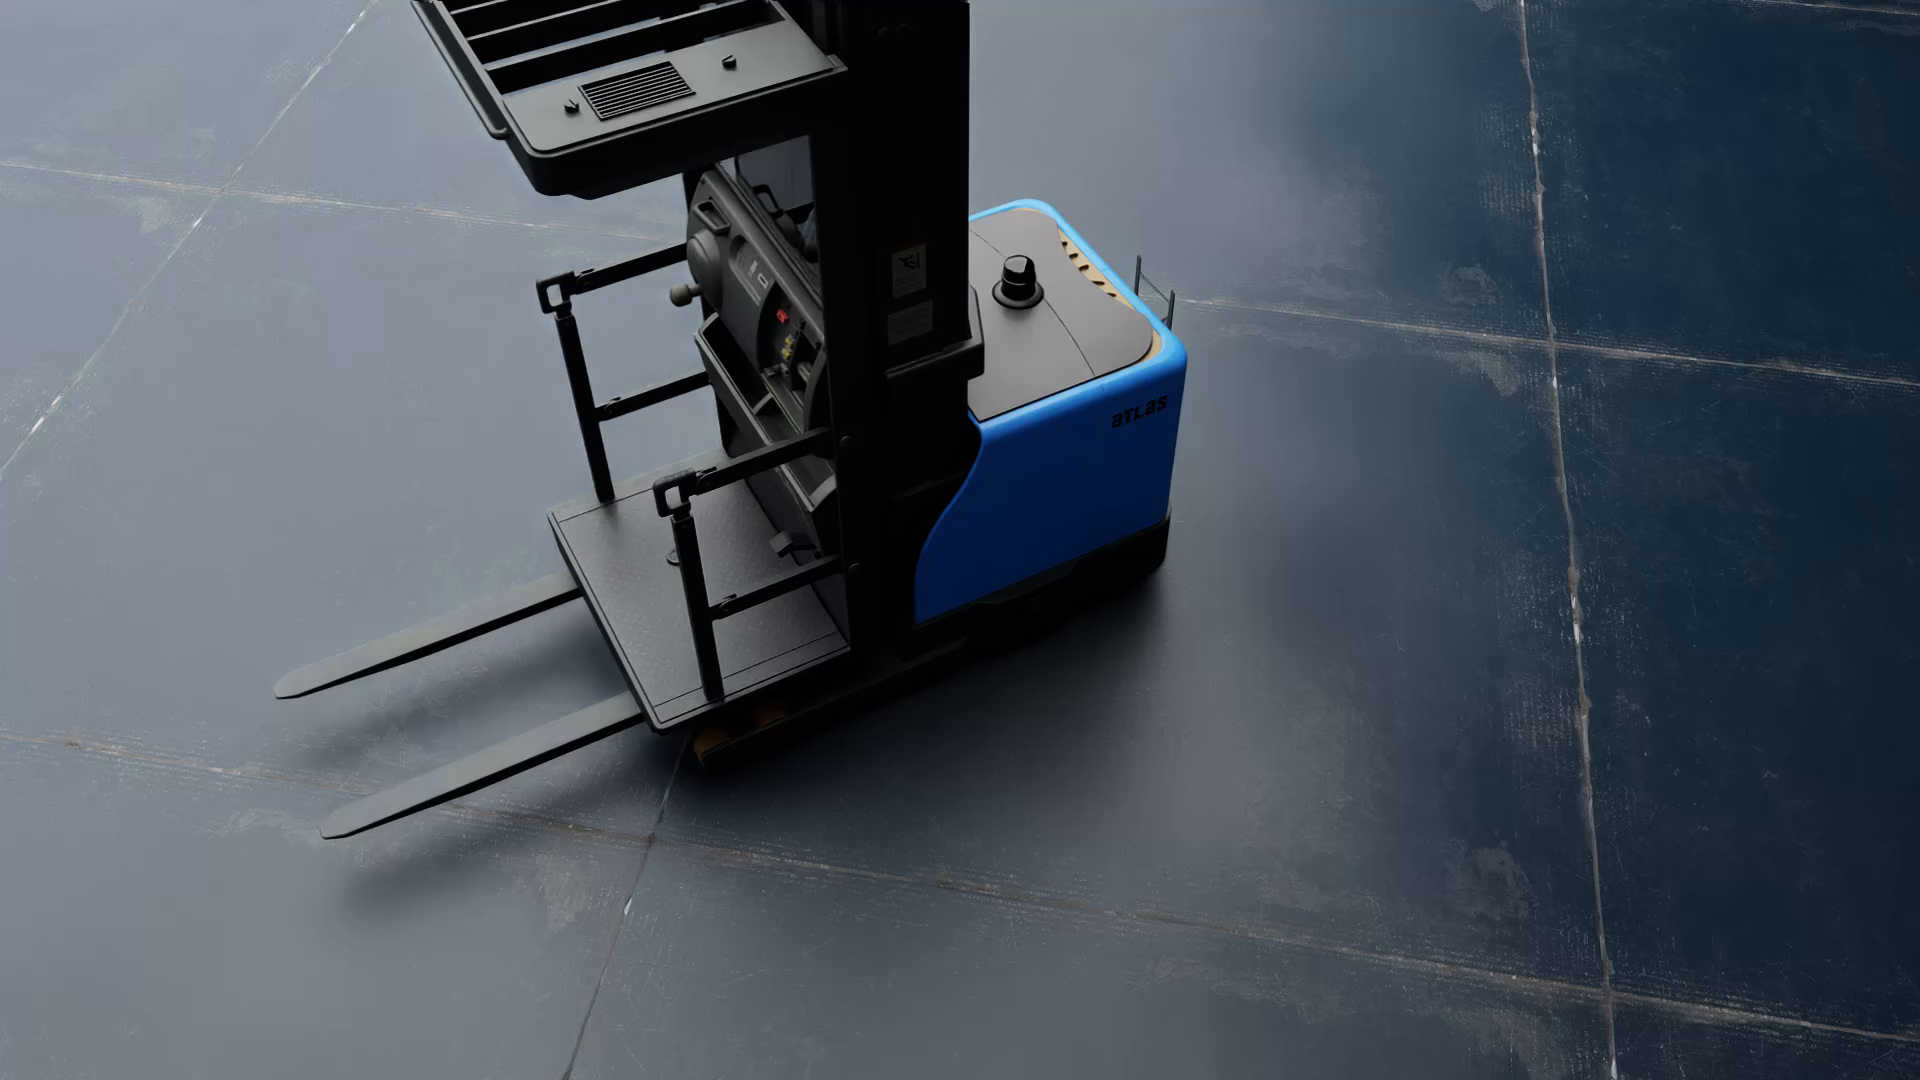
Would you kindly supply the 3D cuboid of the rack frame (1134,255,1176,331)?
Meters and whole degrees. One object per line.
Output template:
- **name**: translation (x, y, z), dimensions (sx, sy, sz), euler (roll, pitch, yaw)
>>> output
- **rack frame**: translation (0.695, -0.643, 6.223), dimensions (0.006, 0.900, 0.240), euler (-22, 52, -19)

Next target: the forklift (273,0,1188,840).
- **forklift**: translation (-0.789, -0.662, 4.875), dimensions (3.031, 2.935, 1.130), euler (-22, 52, -19)

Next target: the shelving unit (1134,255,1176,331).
- **shelving unit**: translation (0.605, -0.607, 6.191), dimensions (0.210, 0.900, 0.258), euler (-22, 52, -19)
